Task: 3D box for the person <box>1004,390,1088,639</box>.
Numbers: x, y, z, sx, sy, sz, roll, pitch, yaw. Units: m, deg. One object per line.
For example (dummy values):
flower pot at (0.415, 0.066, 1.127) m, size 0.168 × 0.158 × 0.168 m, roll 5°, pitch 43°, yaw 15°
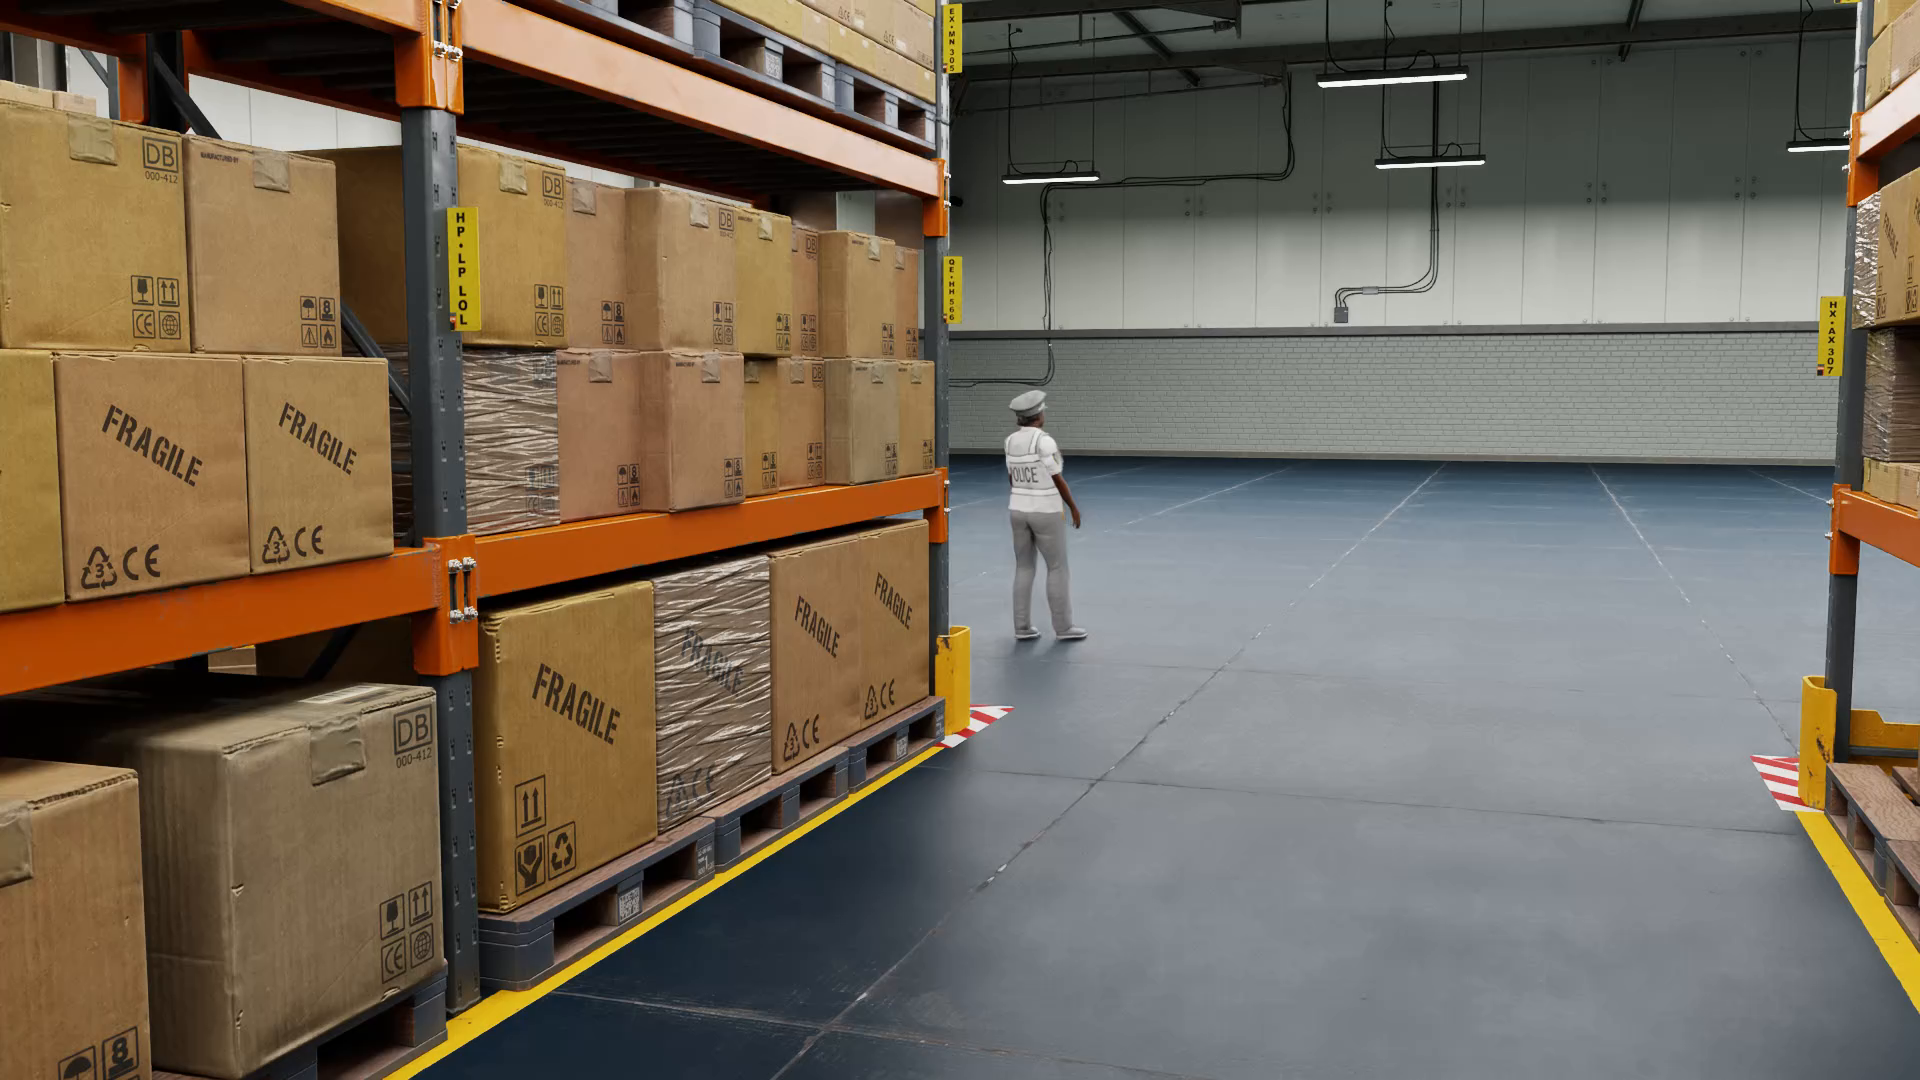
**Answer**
person at (0.566, -0.171, 11.349) m, size 0.488 × 1.692 × 0.514 m, roll 5°, pitch 7°, yaw 44°
